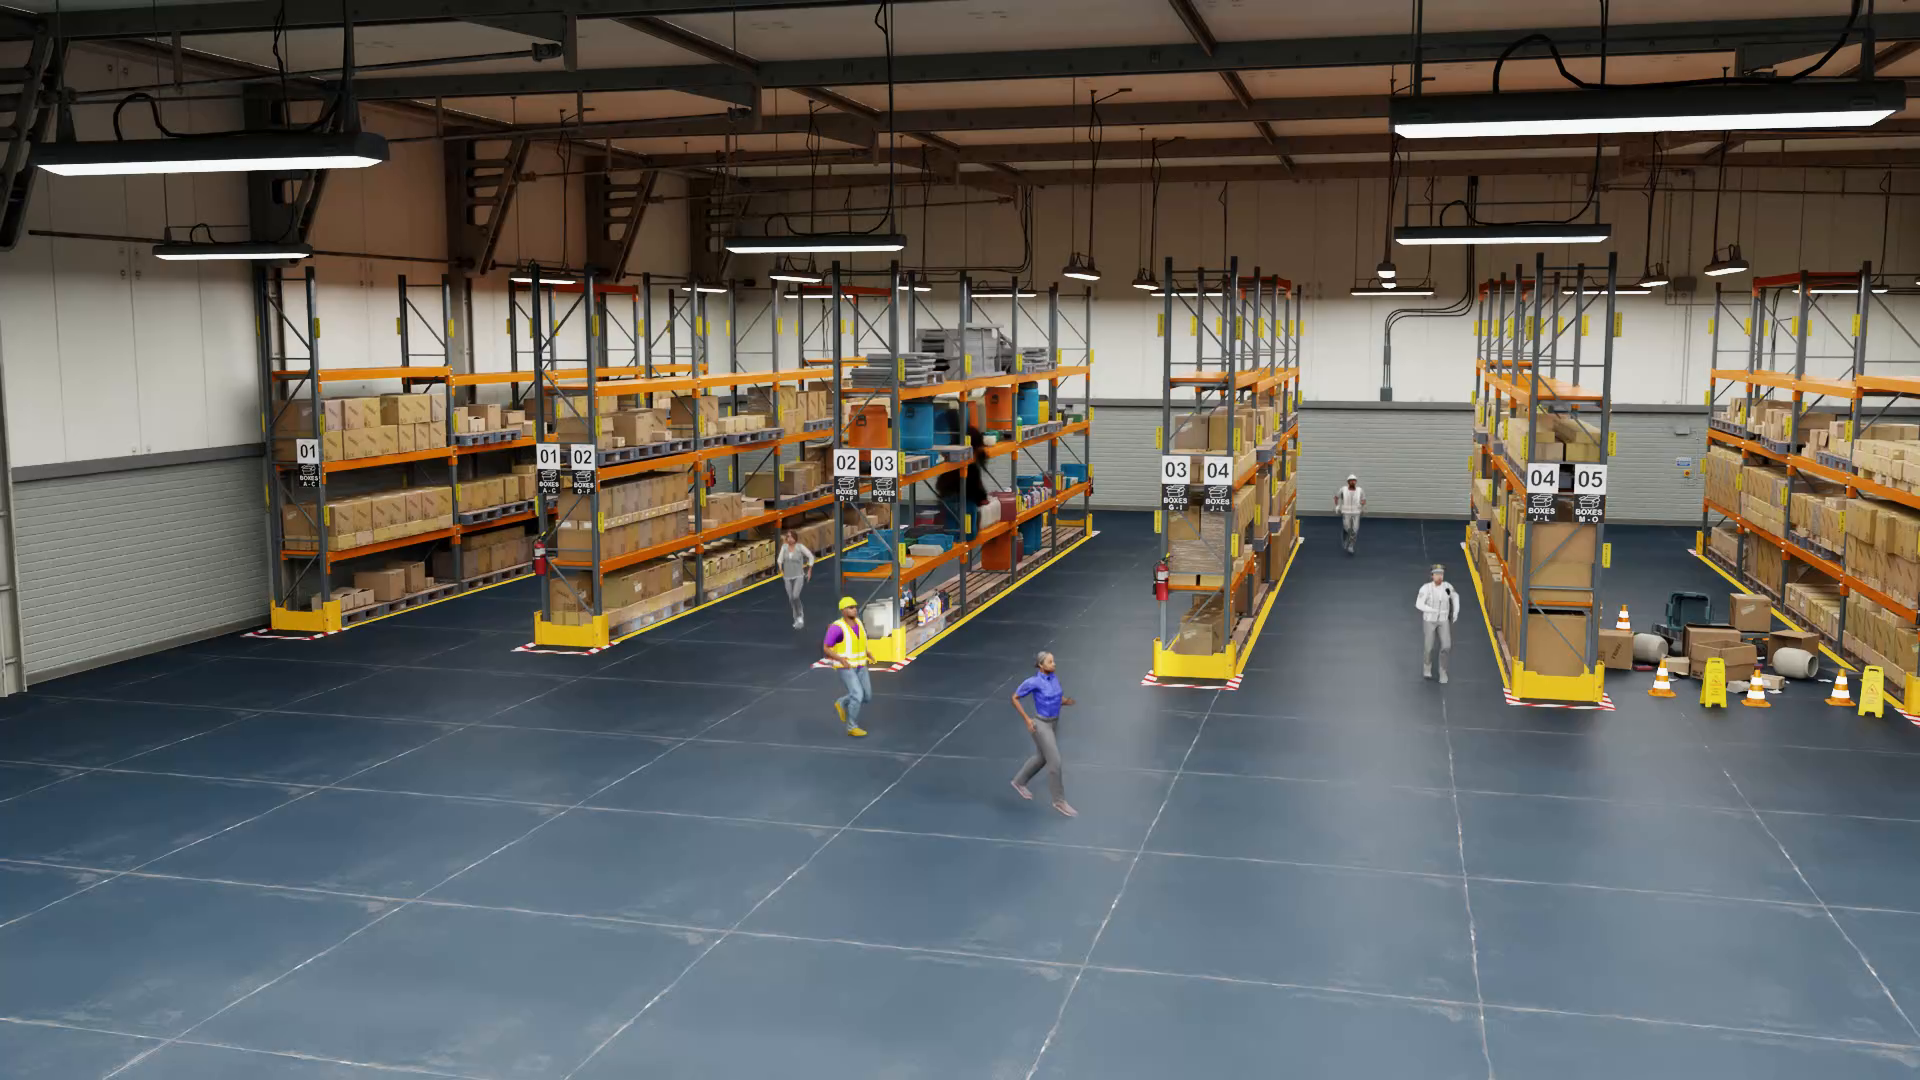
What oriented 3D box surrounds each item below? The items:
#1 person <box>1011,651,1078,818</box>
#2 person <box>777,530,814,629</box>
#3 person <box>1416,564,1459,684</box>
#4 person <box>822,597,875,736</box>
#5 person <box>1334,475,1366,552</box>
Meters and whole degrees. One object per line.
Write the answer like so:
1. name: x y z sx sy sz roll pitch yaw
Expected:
1. person: 0.875 1.987 17.306 0.885 1.669 0.562 5 9 33
2. person: -2.613 0.620 26.171 0.559 1.573 0.653 2 7 14
3. person: 6.777 1.193 23.593 0.637 1.737 0.699 1 7 5
4. person: -1.383 1.553 20.554 0.625 1.716 0.700 6 10 40
5. person: 8.741 -0.585 37.179 0.682 1.743 0.626 1 7 5
